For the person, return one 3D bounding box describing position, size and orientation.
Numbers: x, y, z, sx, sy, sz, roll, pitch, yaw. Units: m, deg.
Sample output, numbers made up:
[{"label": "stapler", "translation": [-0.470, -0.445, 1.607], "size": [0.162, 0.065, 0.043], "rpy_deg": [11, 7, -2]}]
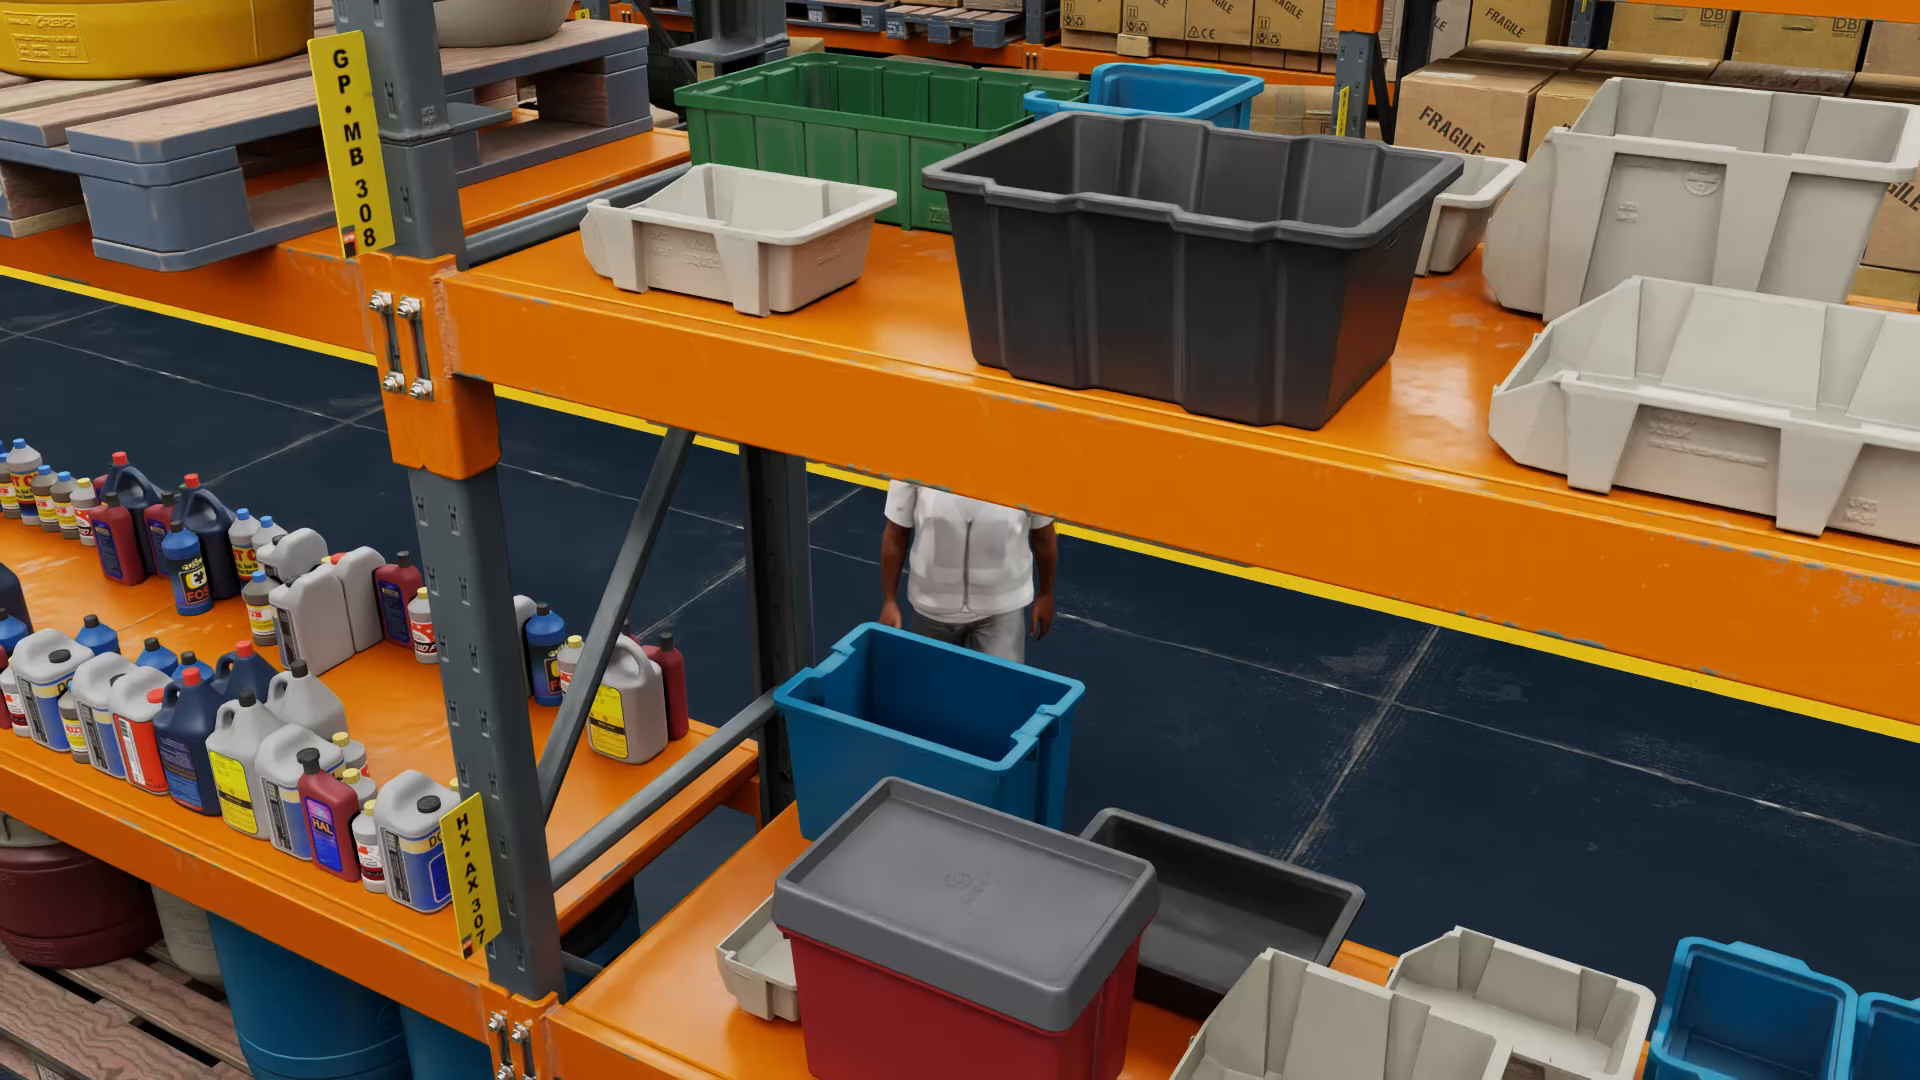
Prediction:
[{"label": "person", "translation": [0.024, 0.214, 5.665], "size": [0.598, 1.734, 0.943], "rpy_deg": [2, 26, 5]}]
